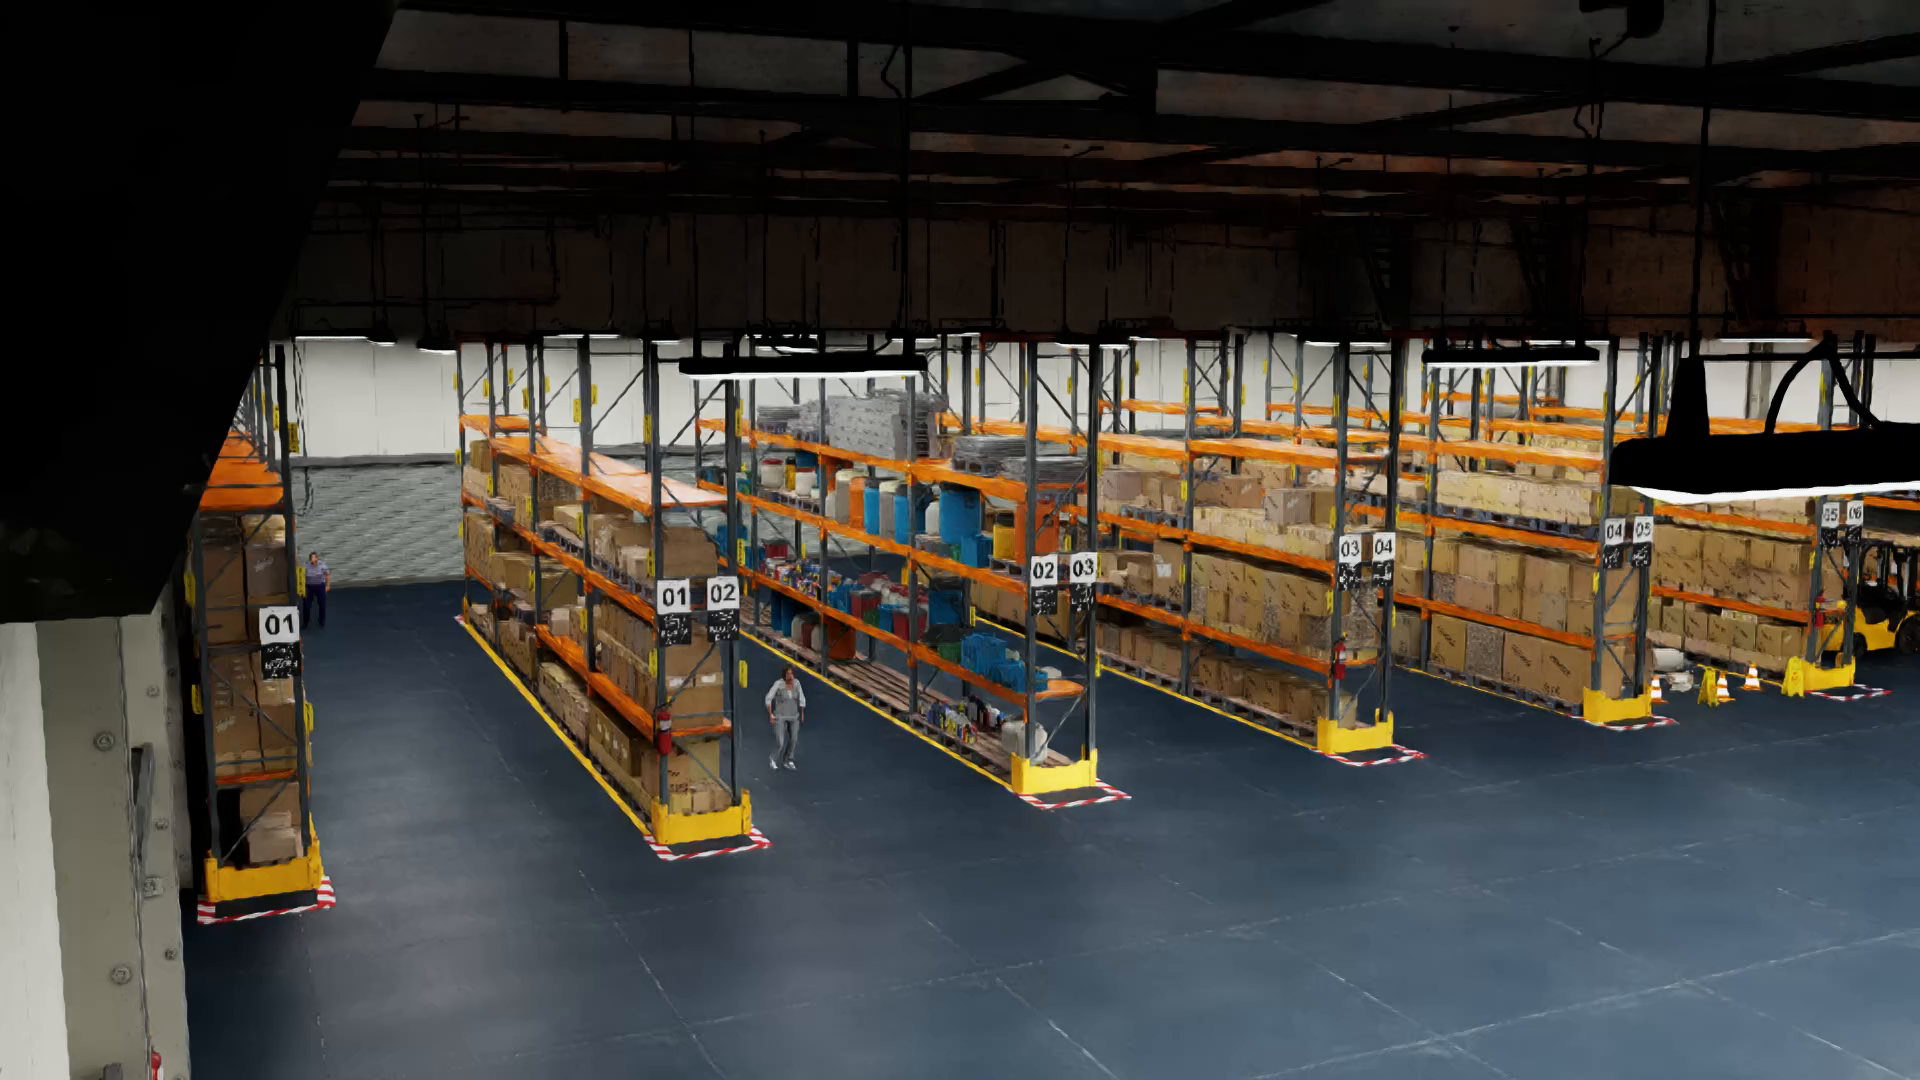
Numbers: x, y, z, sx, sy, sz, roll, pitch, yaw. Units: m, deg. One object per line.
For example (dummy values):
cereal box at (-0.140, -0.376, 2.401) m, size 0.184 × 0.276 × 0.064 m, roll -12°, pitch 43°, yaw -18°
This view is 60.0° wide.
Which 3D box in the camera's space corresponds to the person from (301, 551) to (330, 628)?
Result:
person at (-13.120, 1.001, 33.790) m, size 0.625 × 1.596 × 0.510 m, roll -4°, pitch 9°, yaw -27°

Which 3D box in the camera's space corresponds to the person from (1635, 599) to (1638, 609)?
person at (14.099, 0.749, 35.232) m, size 0.545 × 1.664 × 0.575 m, roll 1°, pitch 8°, yaw 5°

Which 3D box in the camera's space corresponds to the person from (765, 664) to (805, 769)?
person at (-2.438, 2.463, 23.170) m, size 0.566 × 1.541 × 0.519 m, roll -4°, pitch 9°, yaw -26°
